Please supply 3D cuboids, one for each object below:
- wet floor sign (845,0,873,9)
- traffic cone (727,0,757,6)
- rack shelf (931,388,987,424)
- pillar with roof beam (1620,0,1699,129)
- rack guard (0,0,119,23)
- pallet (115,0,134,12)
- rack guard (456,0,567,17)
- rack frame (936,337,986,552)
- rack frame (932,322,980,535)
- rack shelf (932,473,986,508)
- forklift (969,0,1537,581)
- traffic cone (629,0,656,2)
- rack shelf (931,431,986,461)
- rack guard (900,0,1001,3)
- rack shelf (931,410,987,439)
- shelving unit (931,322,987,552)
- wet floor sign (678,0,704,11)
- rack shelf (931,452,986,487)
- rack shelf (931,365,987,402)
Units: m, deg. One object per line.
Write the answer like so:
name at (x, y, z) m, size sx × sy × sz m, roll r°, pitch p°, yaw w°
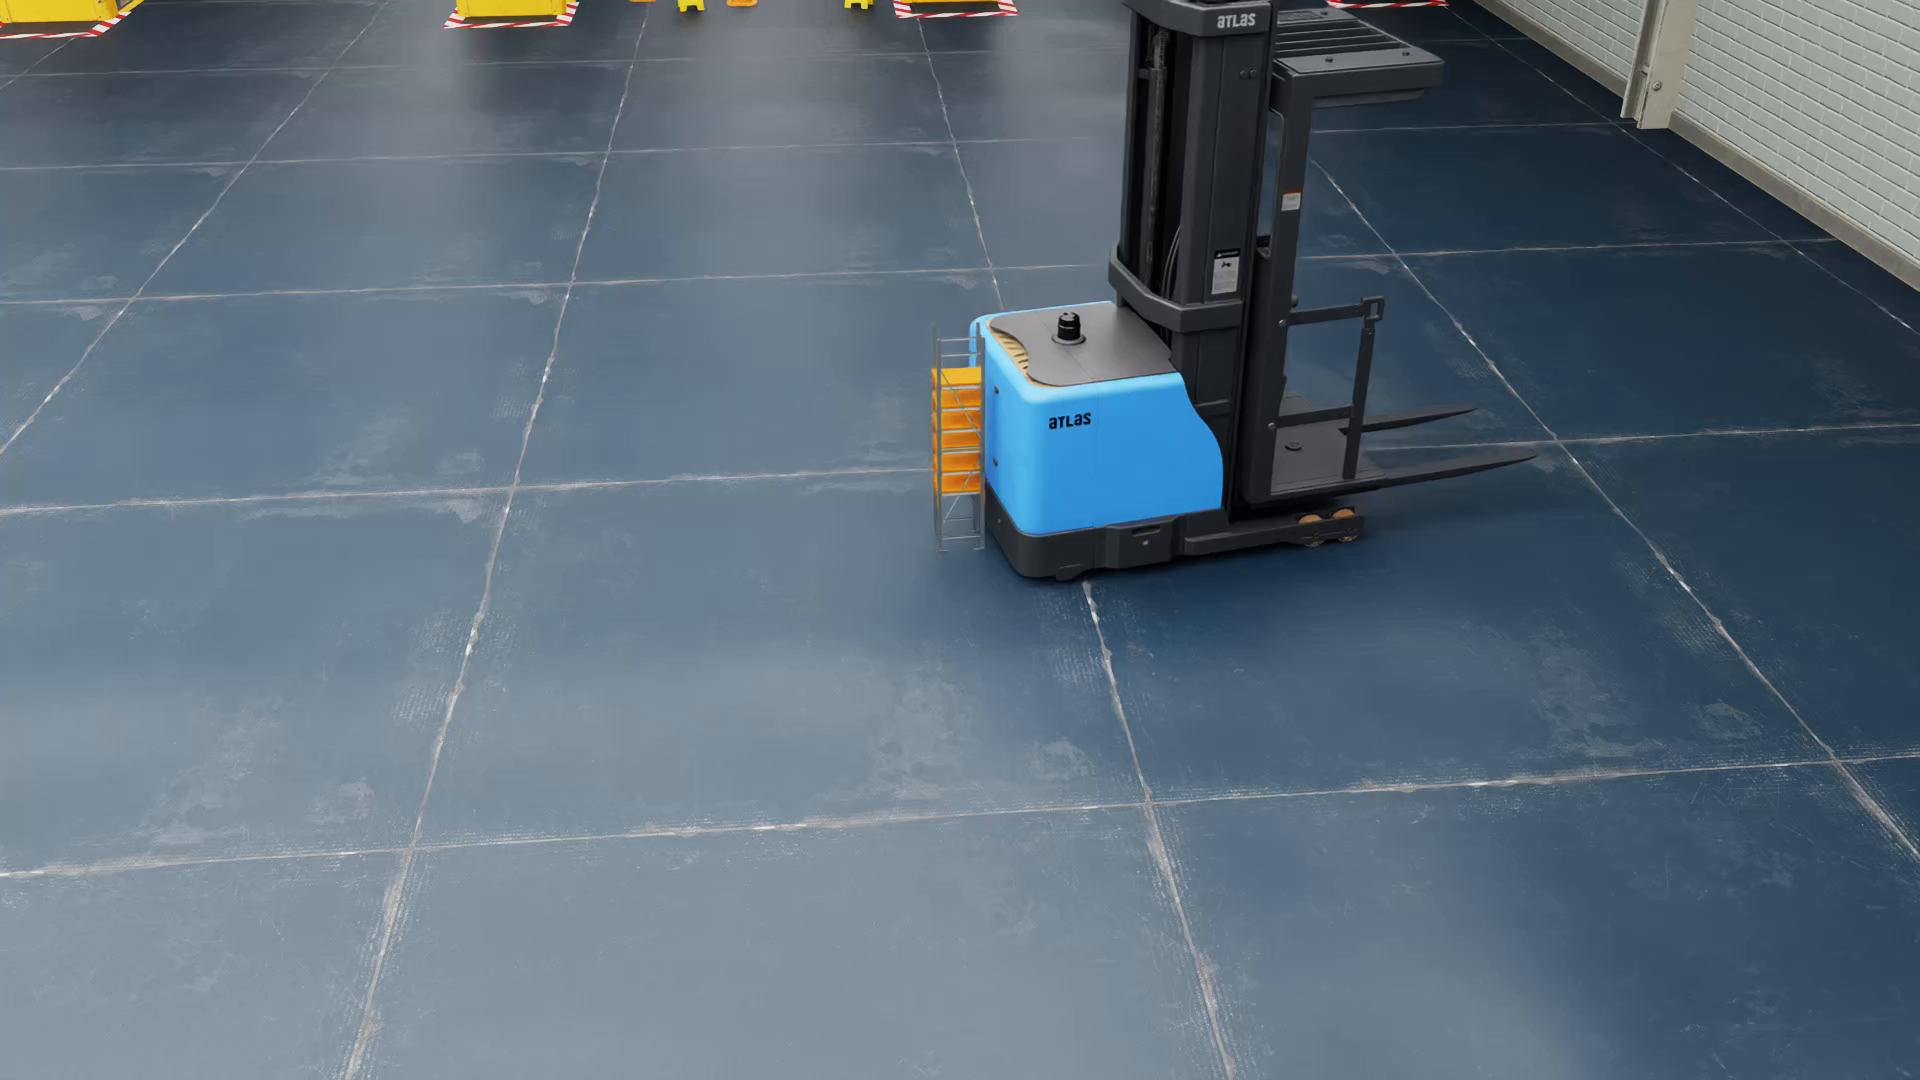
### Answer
wet floor sign at (-1.149, -6.355, 18.761) m, size 0.267 × 0.644 × 0.232 m, roll 8°, pitch 32°, yaw 13°
traffic cone at (-2.500, -6.356, 18.940) m, size 0.336 × 0.463 × 0.334 m, roll -3°, pitch 31°, yaw -5°
rack shelf at (-0.007, -0.674, 8.327) m, size 0.258 × 0.103 × 0.180 m, roll -4°, pitch 31°, yaw -7°
pillar with roof beam at (1.947, -7.459, 12.462) m, size 9.100 × 9.000 × 0.400 m, roll -3°, pitch 31°, yaw -5°
rack guard at (-9.975, -6.005, 18.316) m, size 1.175 × 0.500 × 0.348 m, roll -3°, pitch 31°, yaw -5°
pallet at (-10.016, -6.298, 19.088) m, size 1.003 × 0.211 × 1.213 m, roll -3°, pitch 31°, yaw -5°
rack guard at (-5.018, -6.140, 18.542) m, size 1.175 × 0.500 × 0.348 m, roll -3°, pitch 31°, yaw -5°
rack frame at (0.005, -0.460, 8.350) m, size 0.240 × 1.200 × 0.006 m, roll -4°, pitch 31°, yaw -7°
rack frame at (-0.019, -0.553, 8.505) m, size 0.240 × 1.200 × 0.006 m, roll -4°, pitch 31°, yaw -7°
rack shelf at (-0.007, -0.262, 8.574) m, size 0.258 × 0.103 × 0.180 m, roll -4°, pitch 31°, yaw -7°
forklift at (1.611, -1.473, 8.358) m, size 3.031 × 2.935 × 1.130 m, roll -9°, pitch 32°, yaw -14°
traffic cone at (-3.656, -6.476, 19.140) m, size 0.336 × 0.463 × 0.334 m, roll -3°, pitch 31°, yaw -5°
rack shelf at (-0.007, -0.468, 8.450) m, size 0.258 × 0.103 × 0.180 m, roll -4°, pitch 31°, yaw -7°
rack guard at (-0.109, -6.480, 19.111) m, size 1.175 × 0.500 × 0.348 m, roll -3°, pitch 31°, yaw -5°
rack shelf at (-0.007, -0.571, 8.389) m, size 0.258 × 0.103 × 0.180 m, roll -4°, pitch 31°, yaw -7°
shelving unit at (-0.007, -0.507, 8.428) m, size 0.258 × 1.200 × 0.189 m, roll -4°, pitch 31°, yaw -7°
wet floor sign at (-3.046, -6.295, 18.660) m, size 0.267 × 0.644 × 0.232 m, roll -8°, pitch 32°, yaw -13°
rack shelf at (-0.007, -0.365, 8.512) m, size 0.258 × 0.103 × 0.180 m, roll -4°, pitch 31°, yaw -7°
rack shelf at (-0.007, -0.777, 8.265) m, size 0.258 × 0.103 × 0.180 m, roll -4°, pitch 31°, yaw -7°
